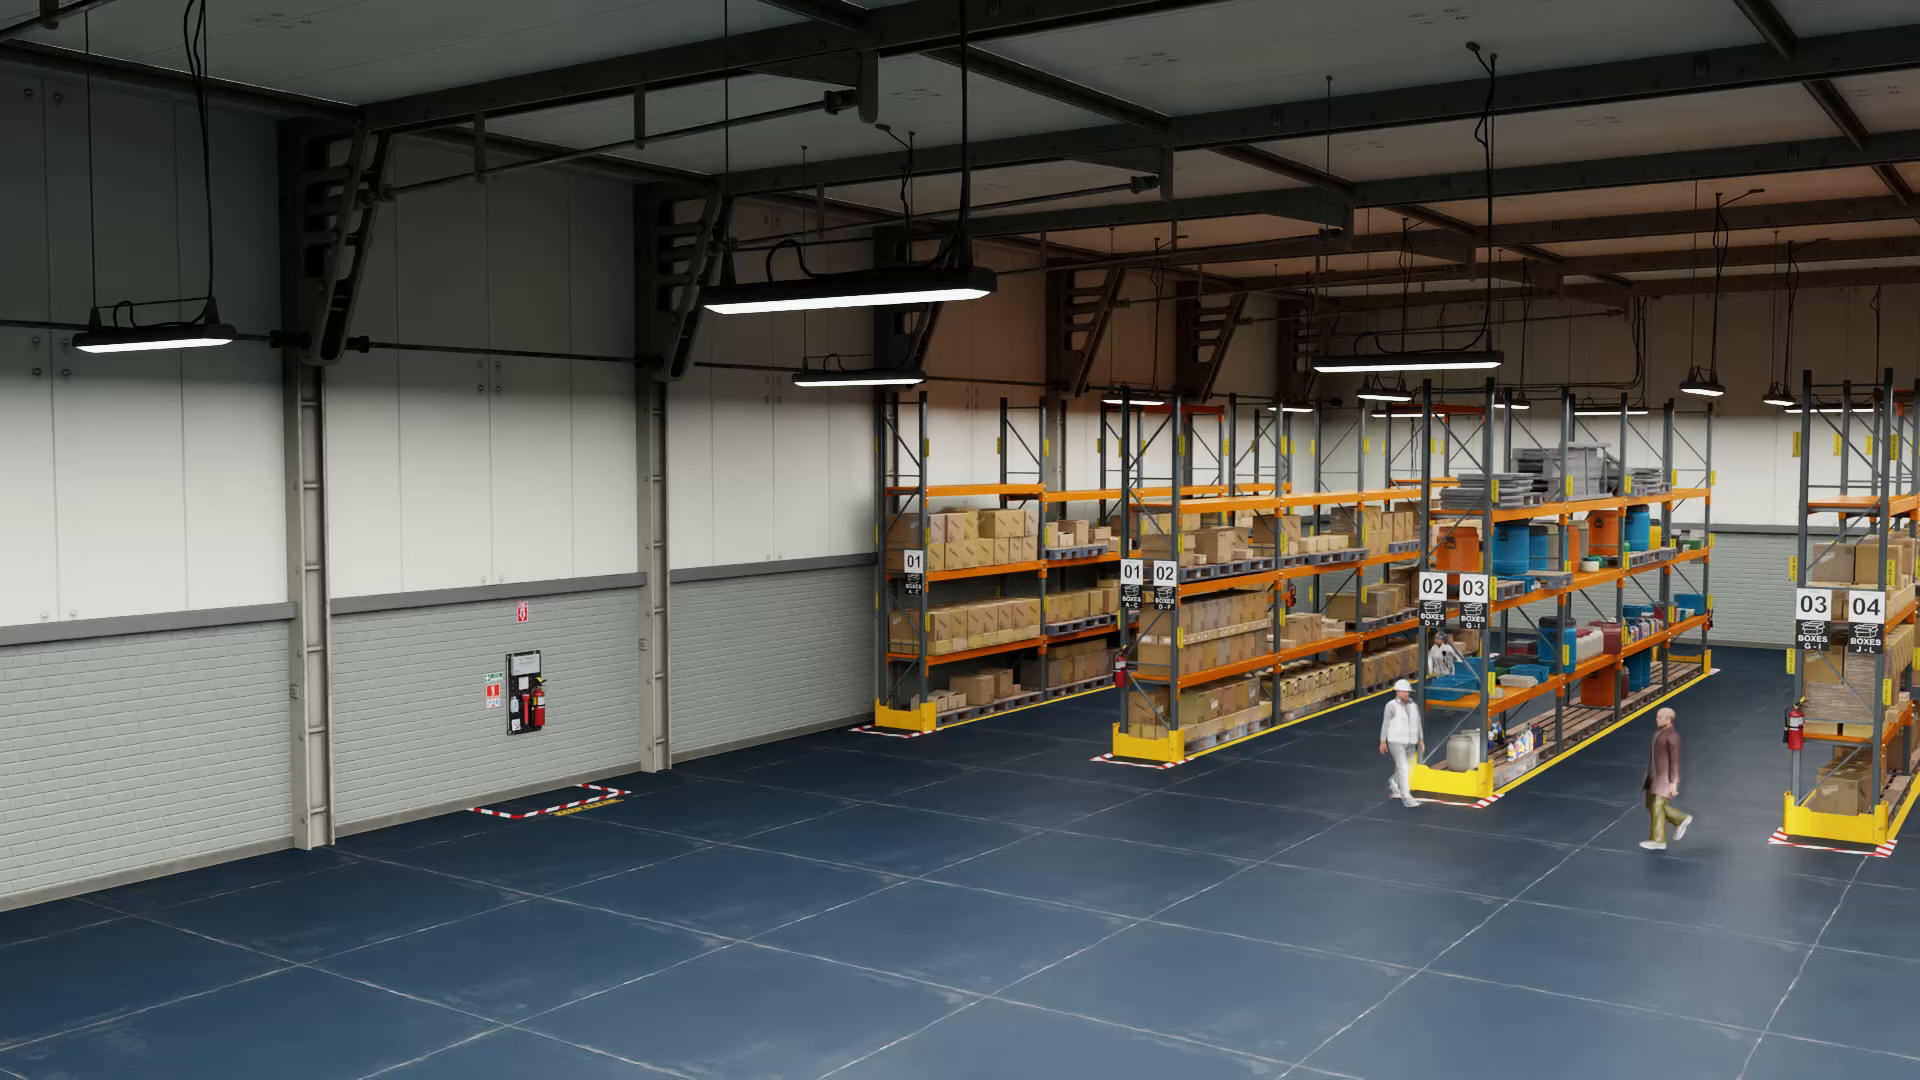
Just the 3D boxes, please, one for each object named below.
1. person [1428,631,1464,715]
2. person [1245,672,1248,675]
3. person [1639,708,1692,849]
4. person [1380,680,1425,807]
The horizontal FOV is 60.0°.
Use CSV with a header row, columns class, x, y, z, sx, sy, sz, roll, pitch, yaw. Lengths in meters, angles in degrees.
class,x,y,z,sx,sy,sz,roll,pitch,yaw
person,9.065,2.484,30.998,0.667,1.604,0.688,3,4,44
person,5.741,2.285,33.965,0.741,1.667,0.681,3,4,43
person,8.803,2.950,20.694,0.804,1.755,0.606,-1,3,-10
person,6.248,2.834,23.393,0.572,1.742,0.984,-1,3,-20
